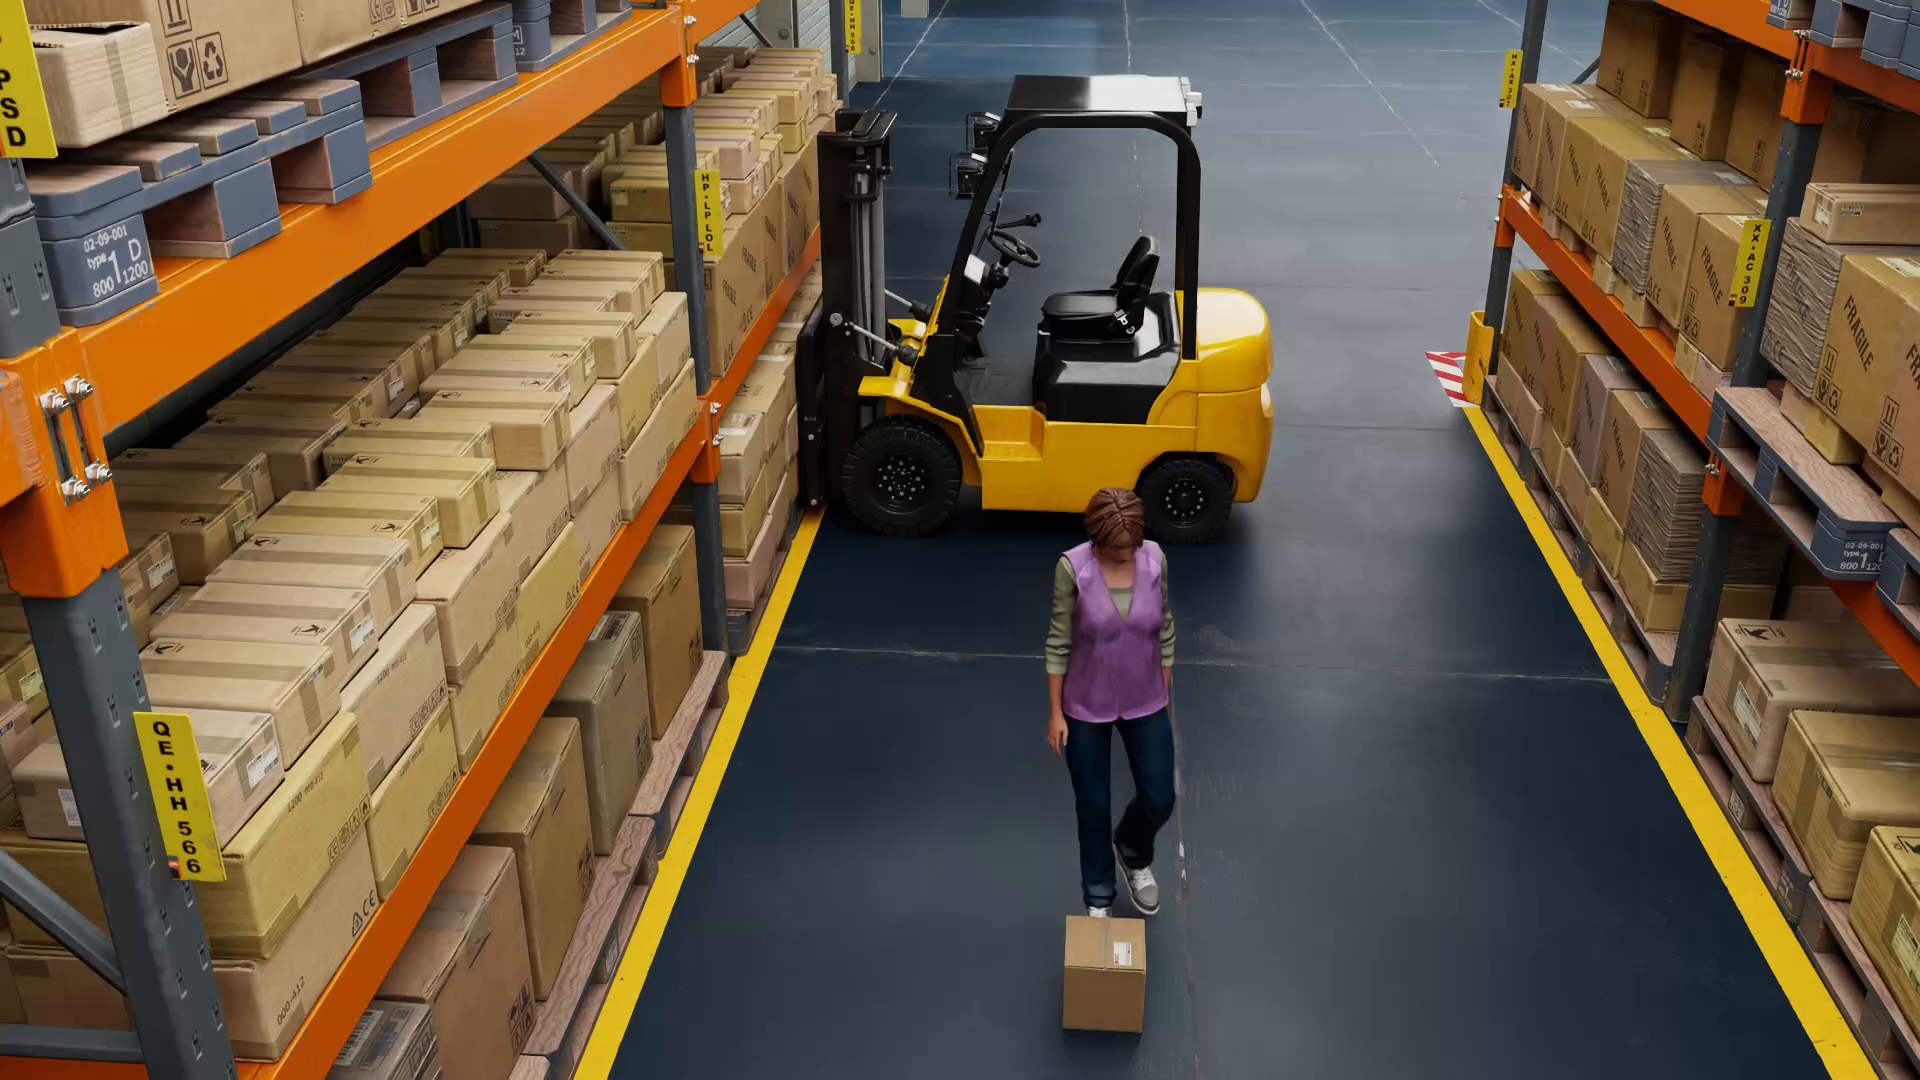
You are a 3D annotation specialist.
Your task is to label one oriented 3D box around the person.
[{"bbox_3d":[0.493,0.570,5.352,0.432,1.588,0.425,-2,25,-5],"label":"person"}]
